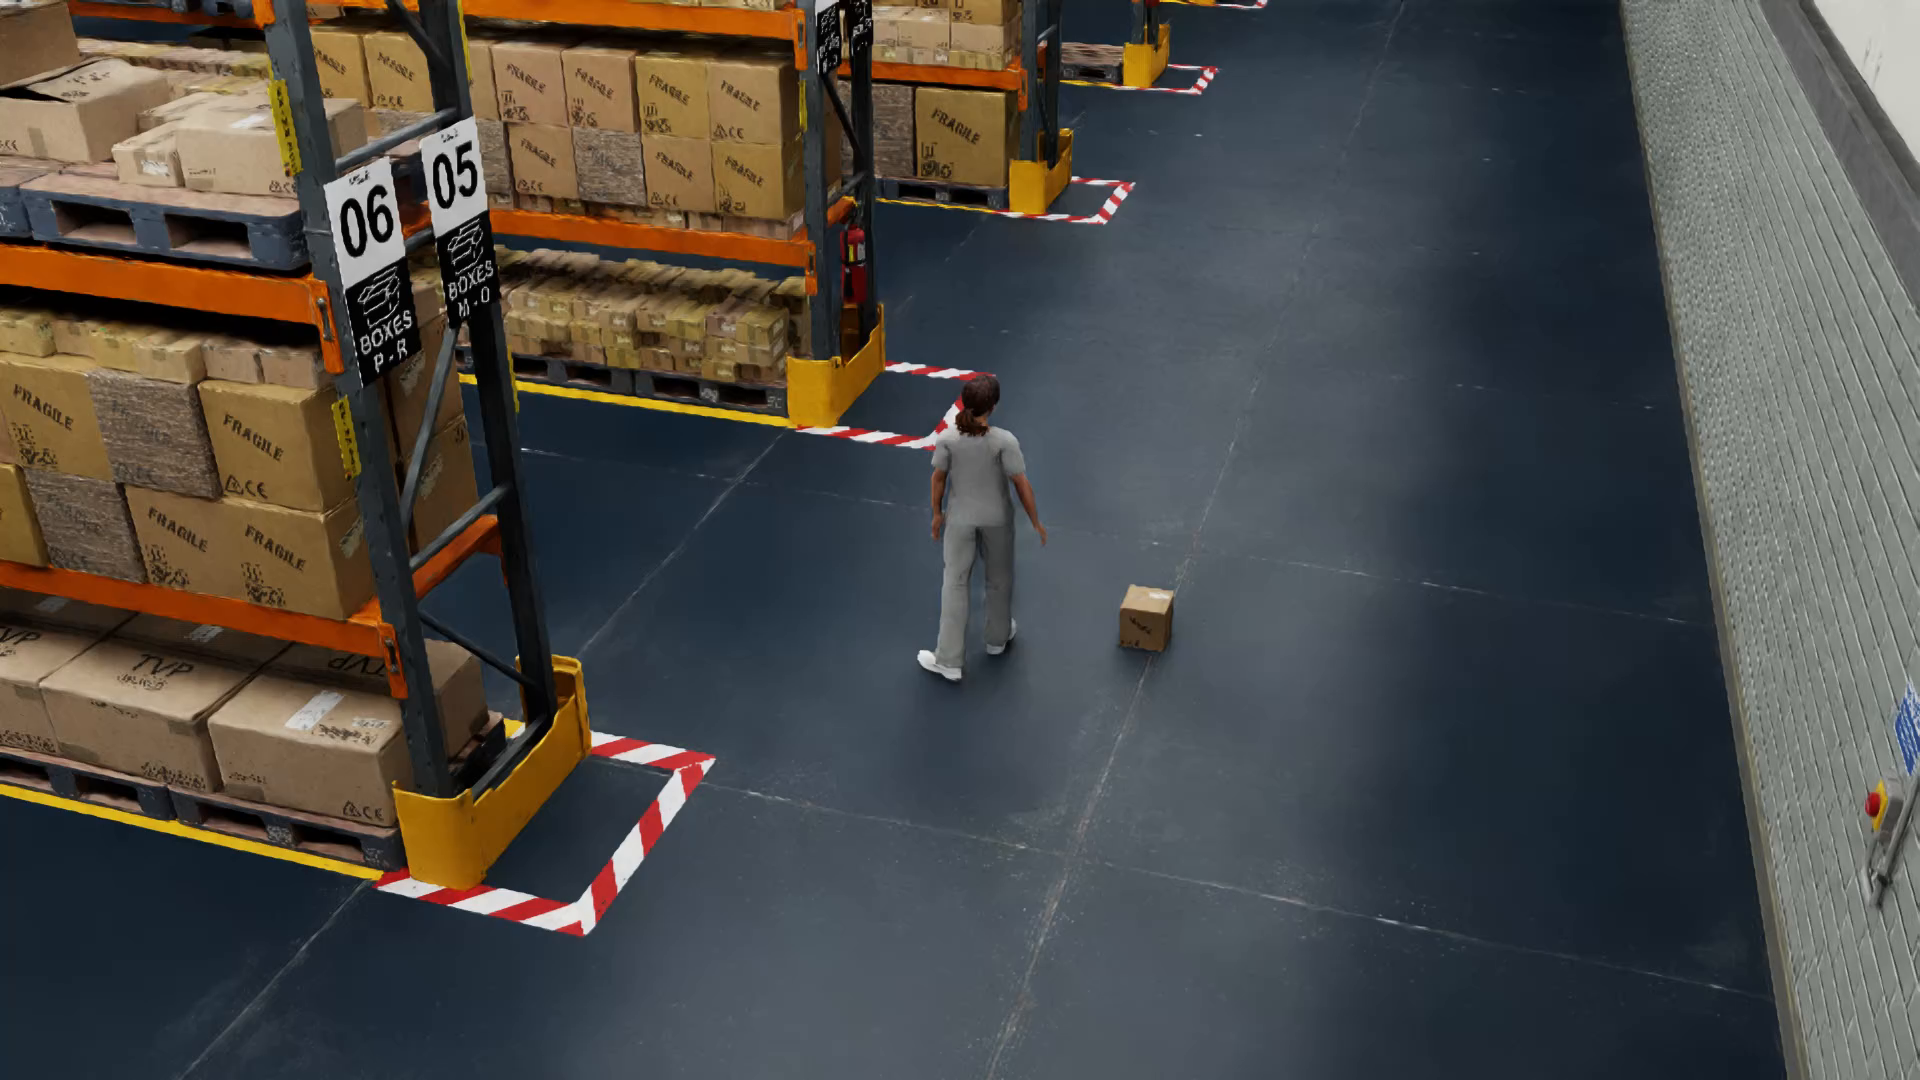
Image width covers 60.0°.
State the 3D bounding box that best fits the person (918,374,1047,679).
[{"bbox_3d":[0.121,-0.083,8.672,0.668,1.635,0.627,4,30,6],"label":"person"}]
